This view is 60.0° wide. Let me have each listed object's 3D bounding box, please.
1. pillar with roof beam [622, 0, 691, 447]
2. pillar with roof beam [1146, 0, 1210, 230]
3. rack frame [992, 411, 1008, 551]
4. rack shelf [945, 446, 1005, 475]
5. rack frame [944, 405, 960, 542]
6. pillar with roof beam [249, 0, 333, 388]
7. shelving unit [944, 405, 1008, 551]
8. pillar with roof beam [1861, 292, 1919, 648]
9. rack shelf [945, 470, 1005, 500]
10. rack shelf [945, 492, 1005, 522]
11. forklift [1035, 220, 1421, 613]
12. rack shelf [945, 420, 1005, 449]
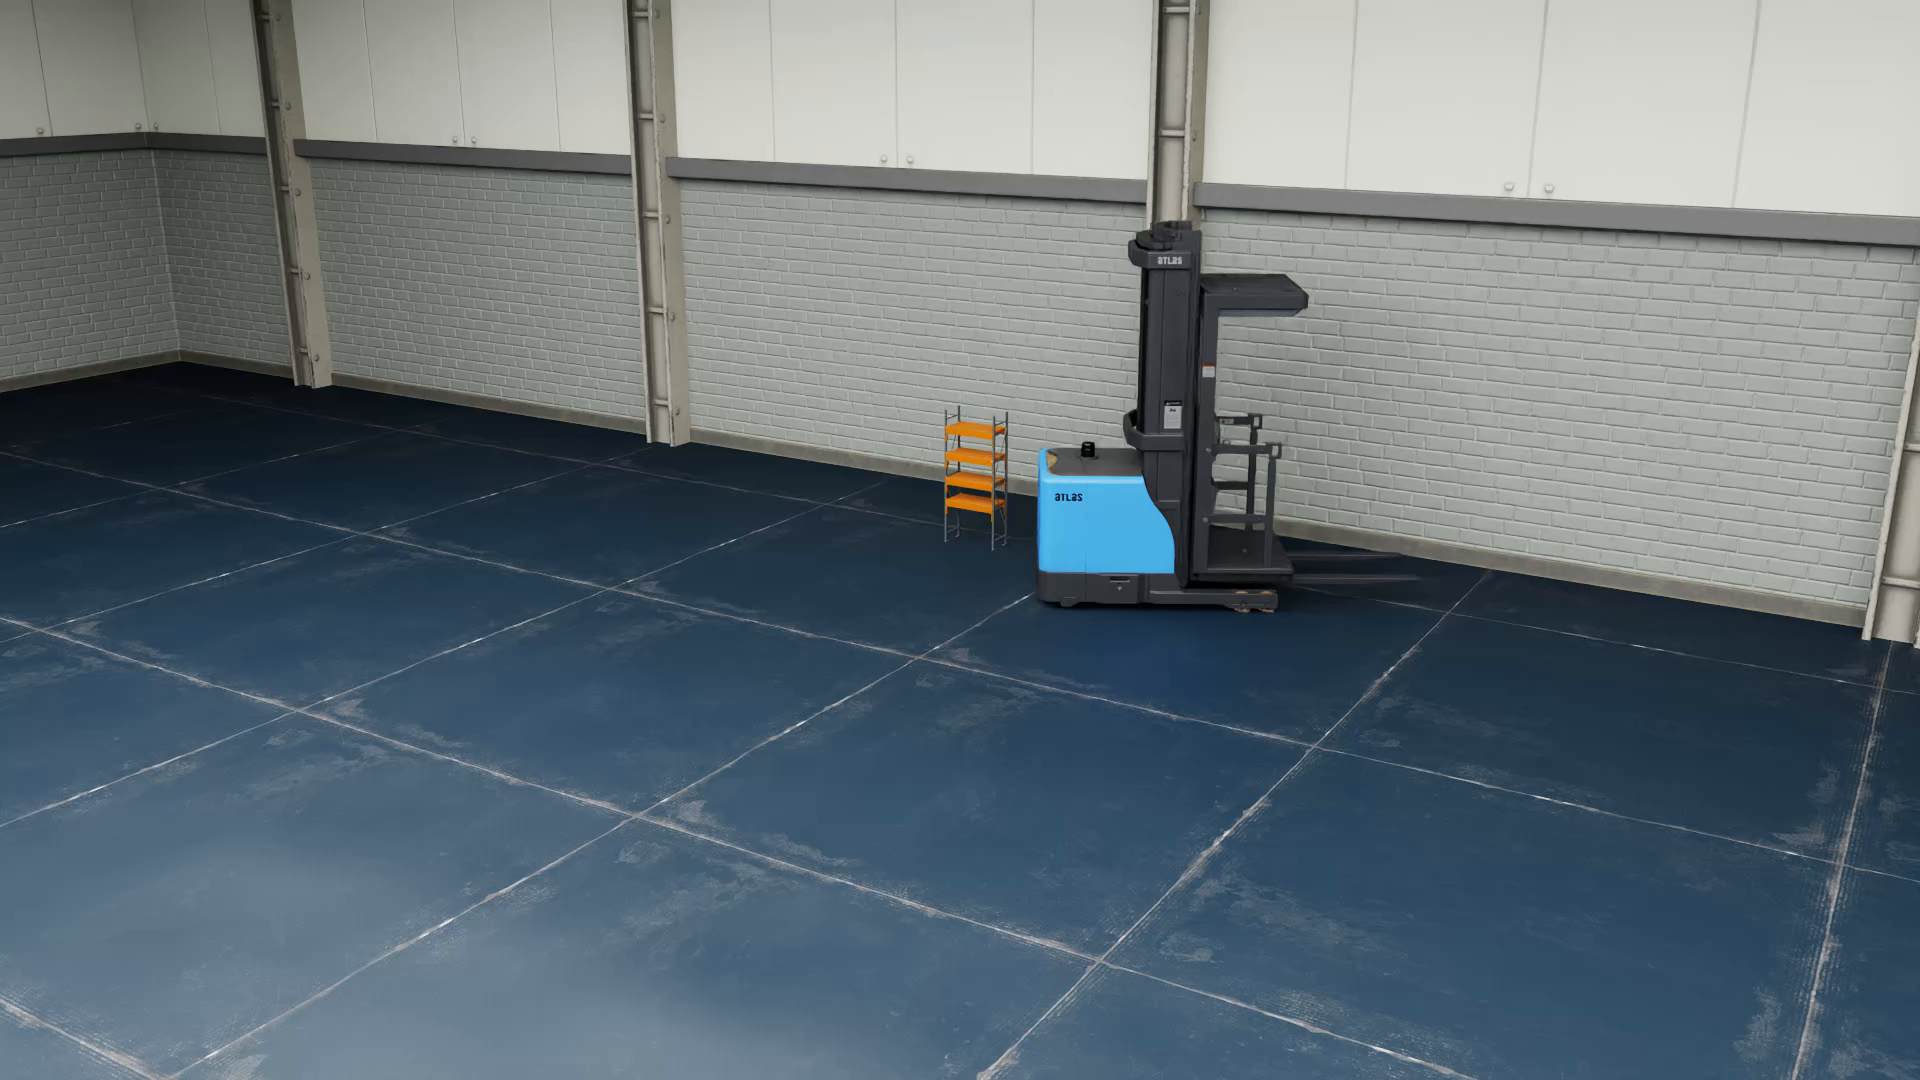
[{"bbox_3d":[-5.482,-4.332,13.661,0.400,9.000,9.100,10,20,30],"label":"pillar with roof beam"},{"bbox_3d":[-0.369,-3.420,10.657,0.400,9.000,9.100,10,20,30],"label":"pillar with roof beam"},{"bbox_3d":[0.349,-0.512,14.502,0.015,1.200,0.240,10,20,30],"label":"rack frame"},{"bbox_3d":[0.141,-0.699,14.578,0.480,0.148,0.258,10,20,30],"label":"rack shelf"},{"bbox_3d":[-0.067,-0.586,14.746,0.015,1.200,0.240,10,20,30],"label":"rack frame"},{"bbox_3d":[-10.595,-5.245,16.666,0.400,9.000,9.100,10,20,30],"label":"pillar with roof beam"},{"bbox_3d":[0.141,-0.549,14.624,0.503,1.200,0.258,10,20,30],"label":"shelving unit"},{"bbox_3d":[4.744,-2.507,7.652,0.400,9.000,9.100,10,20,30],"label":"pillar with roof beam"},{"bbox_3d":[0.141,-0.485,14.643,0.480,0.148,0.258,10,20,30],"label":"rack shelf"},{"bbox_3d":[0.141,-0.295,14.701,0.480,0.148,0.258,10,20,30],"label":"rack shelf"},{"bbox_3d":[2.134,-0.991,13.101,3.031,2.935,1.130,0,17,1],"label":"forklift"},{"bbox_3d":[0.141,-0.925,14.510,0.480,0.148,0.258,10,20,30],"label":"rack shelf"}]
